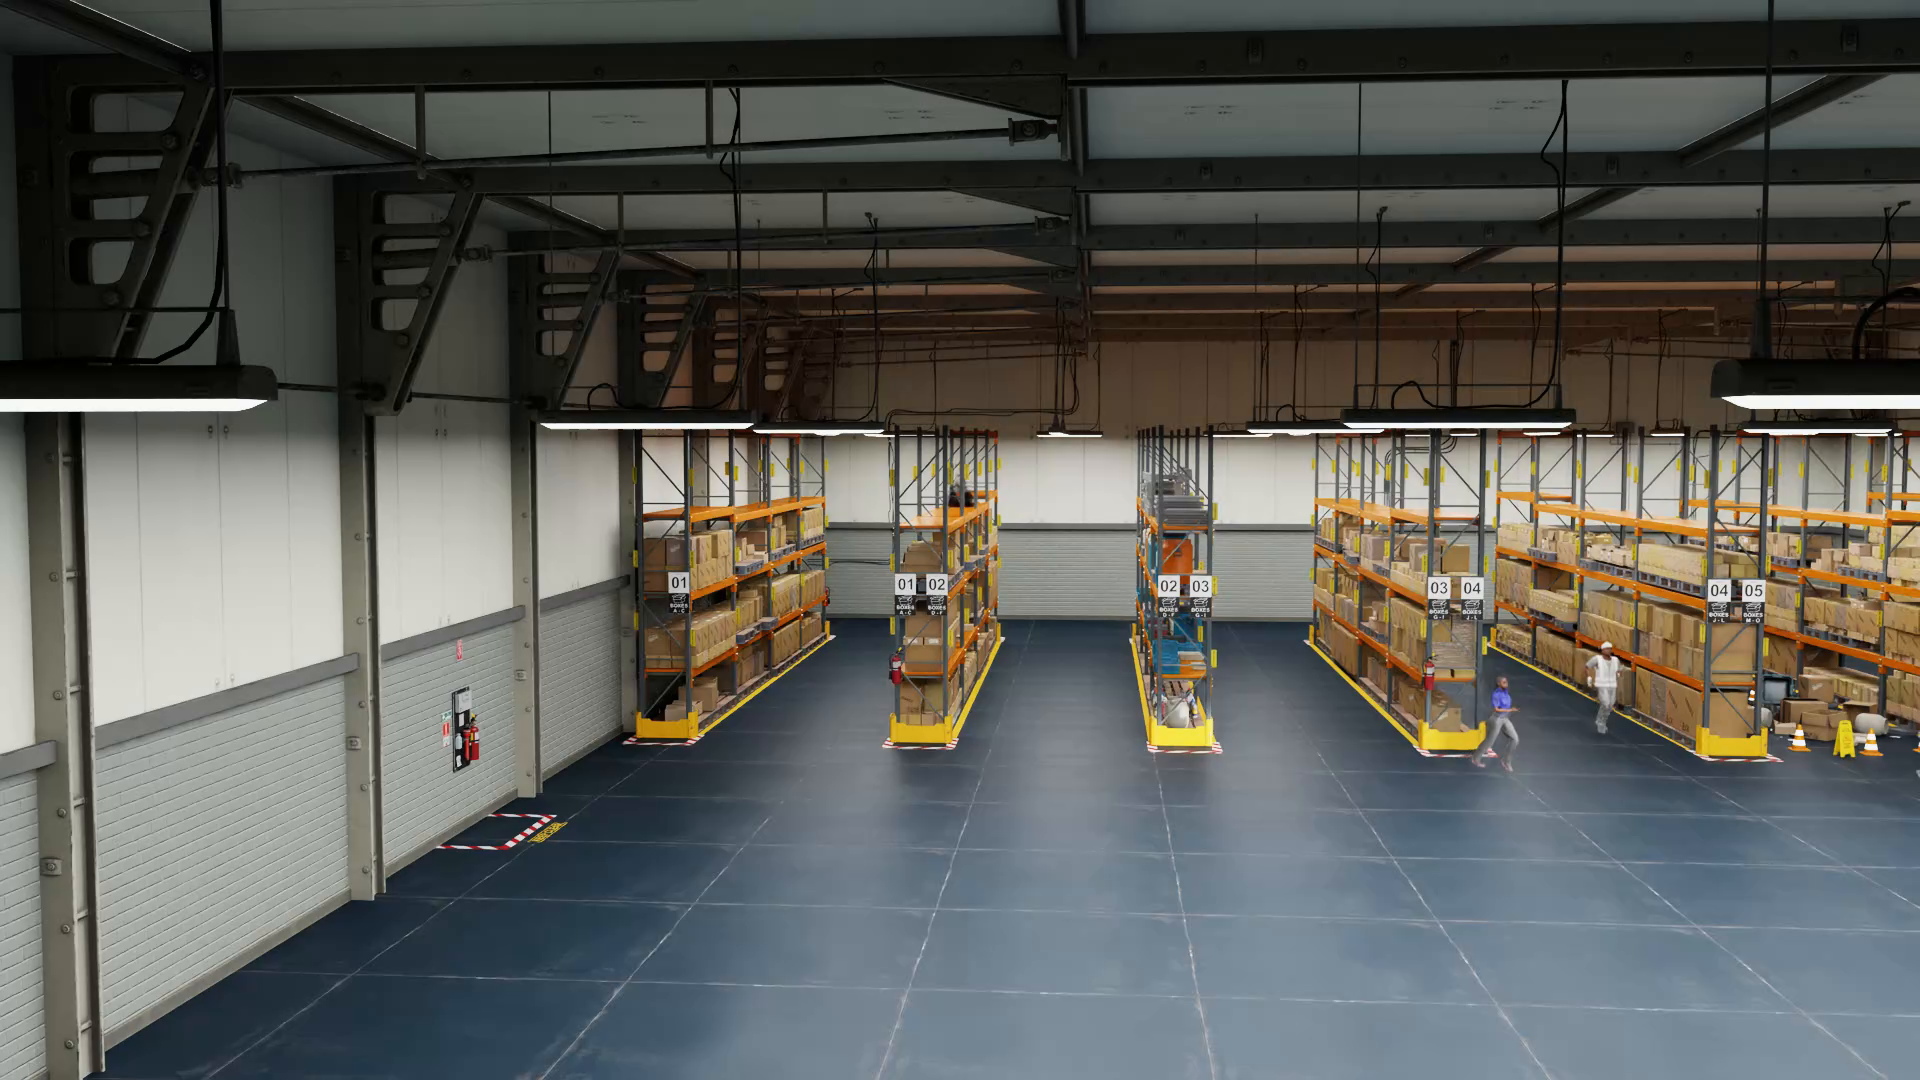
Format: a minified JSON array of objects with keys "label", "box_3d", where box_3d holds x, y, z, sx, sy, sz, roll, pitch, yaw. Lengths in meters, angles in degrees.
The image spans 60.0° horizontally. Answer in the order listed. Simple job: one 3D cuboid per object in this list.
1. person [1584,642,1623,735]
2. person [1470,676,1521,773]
[{"label":"person","box_3d":[12.585,2.888,32.377,0.655,1.803,0.721,0,3,-8]},{"label":"person","box_3d":[9.304,3.177,28.730,0.586,1.693,0.879,-3,4,-39]}]
